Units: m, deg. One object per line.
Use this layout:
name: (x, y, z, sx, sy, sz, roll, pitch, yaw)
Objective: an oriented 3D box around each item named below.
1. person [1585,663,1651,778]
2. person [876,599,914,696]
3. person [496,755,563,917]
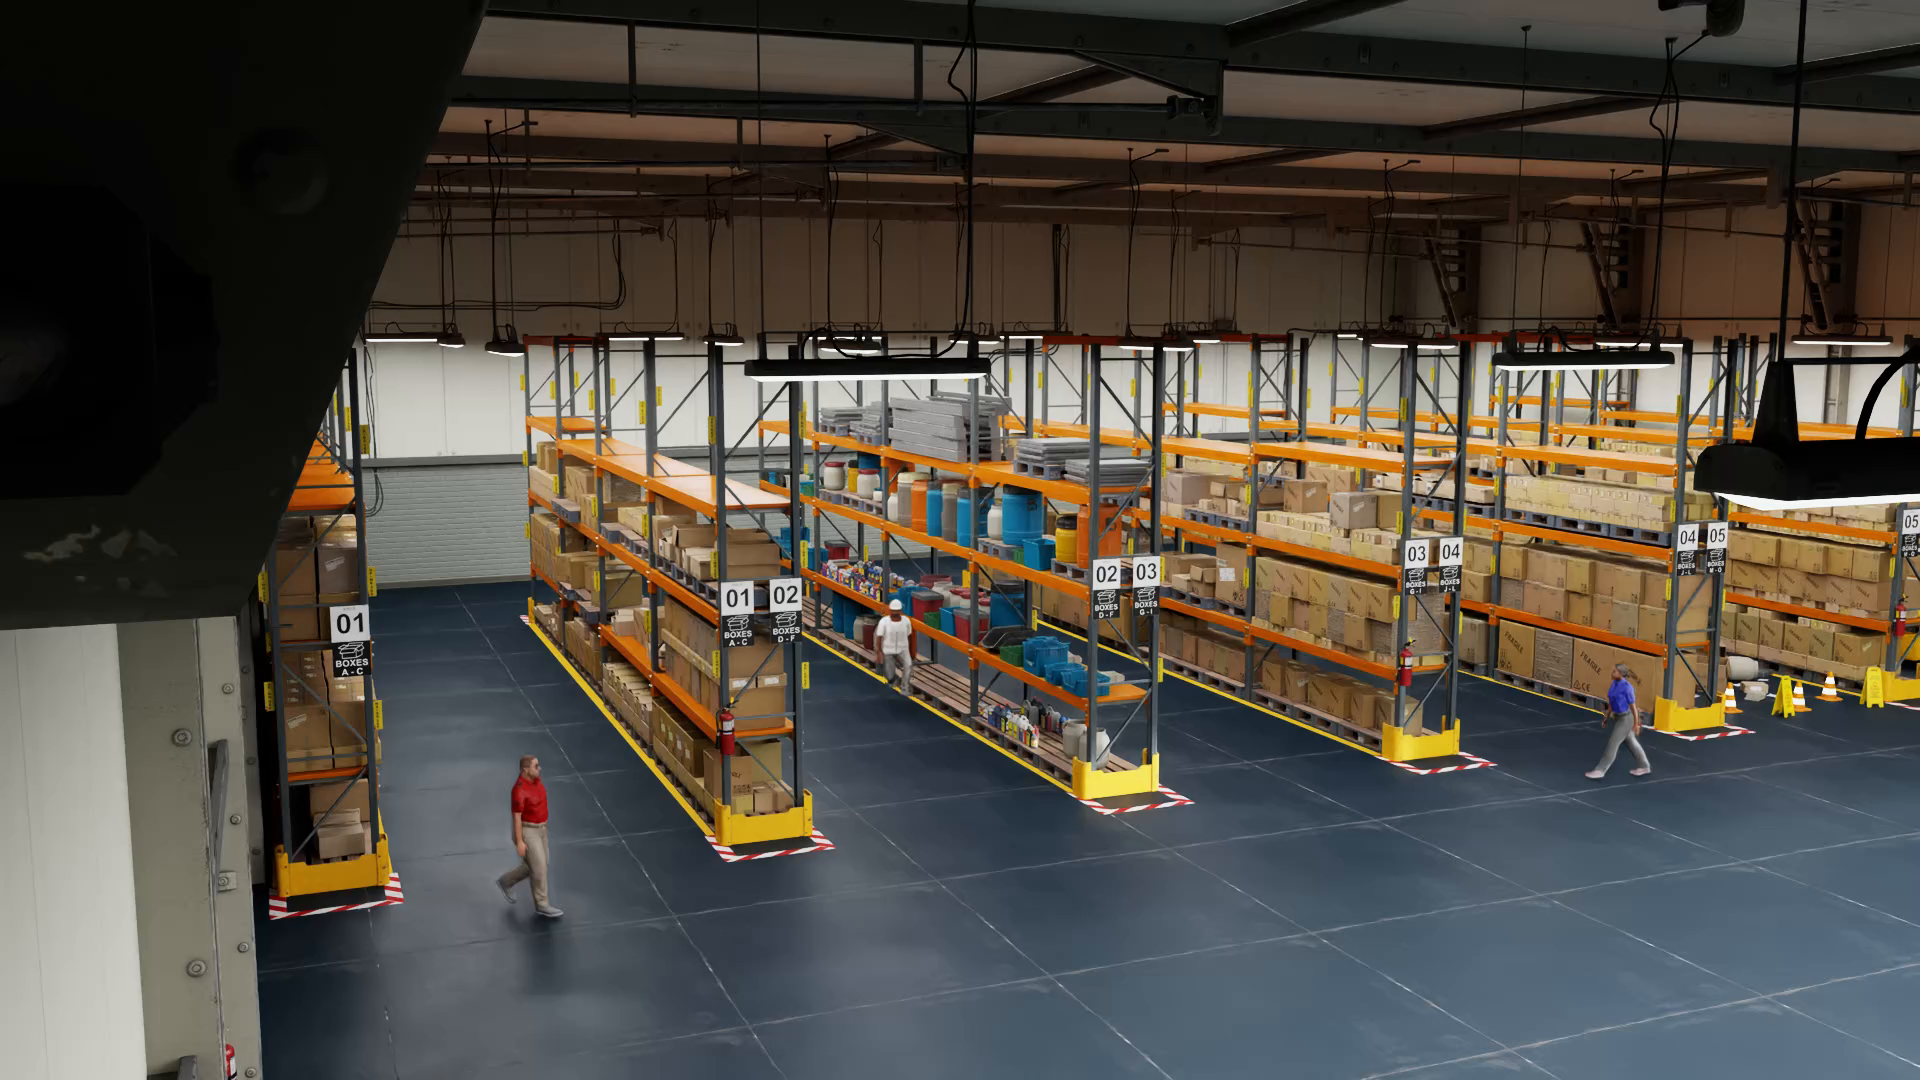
person: (9.094, 2.475, 22.946, 1.005, 1.581, 0.495, -1, 8, -4)
person: (-1.045, 1.725, 26.920, 0.616, 1.524, 1.058, -1, 8, -5)
person: (-4.601, 3.122, 17.762, 0.831, 1.700, 0.592, 1, 8, 10)
